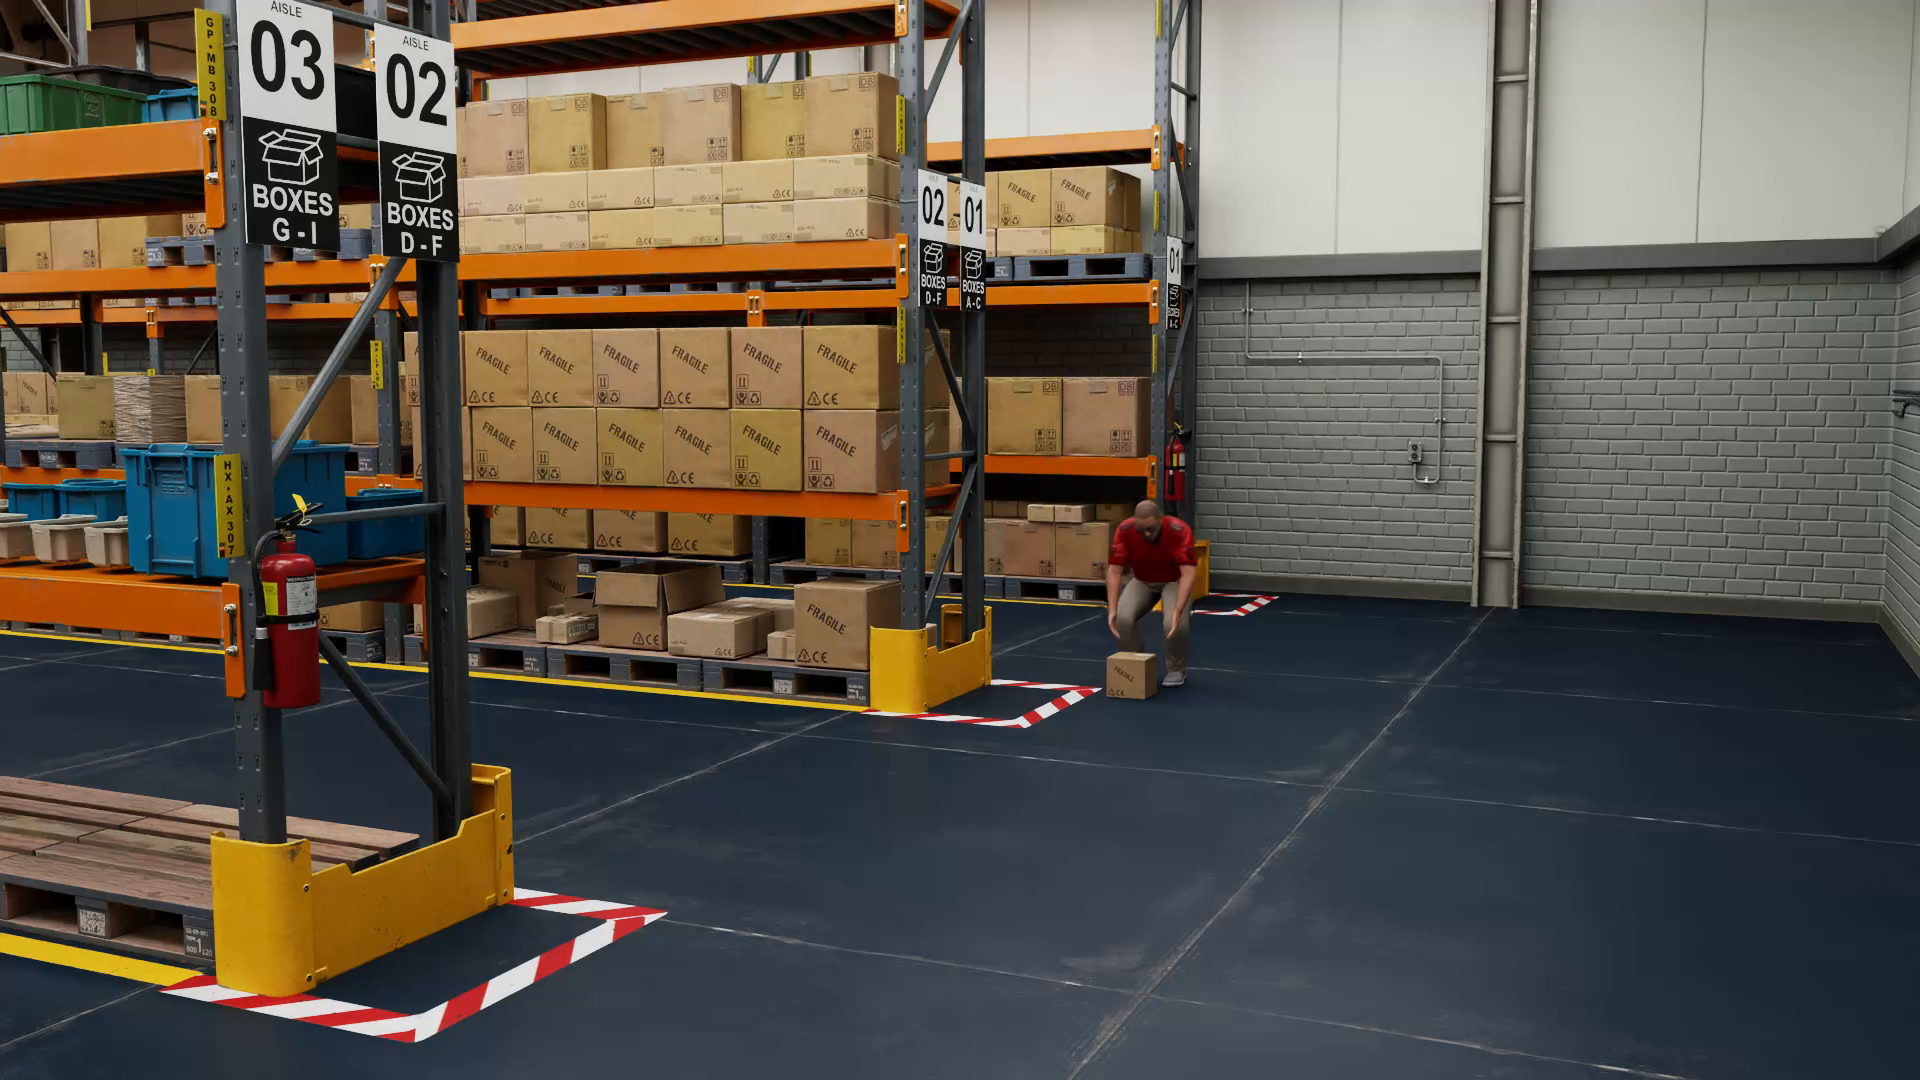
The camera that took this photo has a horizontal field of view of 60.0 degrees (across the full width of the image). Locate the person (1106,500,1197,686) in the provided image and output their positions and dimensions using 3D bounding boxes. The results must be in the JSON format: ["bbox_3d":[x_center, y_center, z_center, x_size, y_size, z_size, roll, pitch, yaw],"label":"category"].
[{"bbox_3d":[1.283,0.335,10.787,0.583,1.228,0.794,2,6,24],"label":"person"}]
